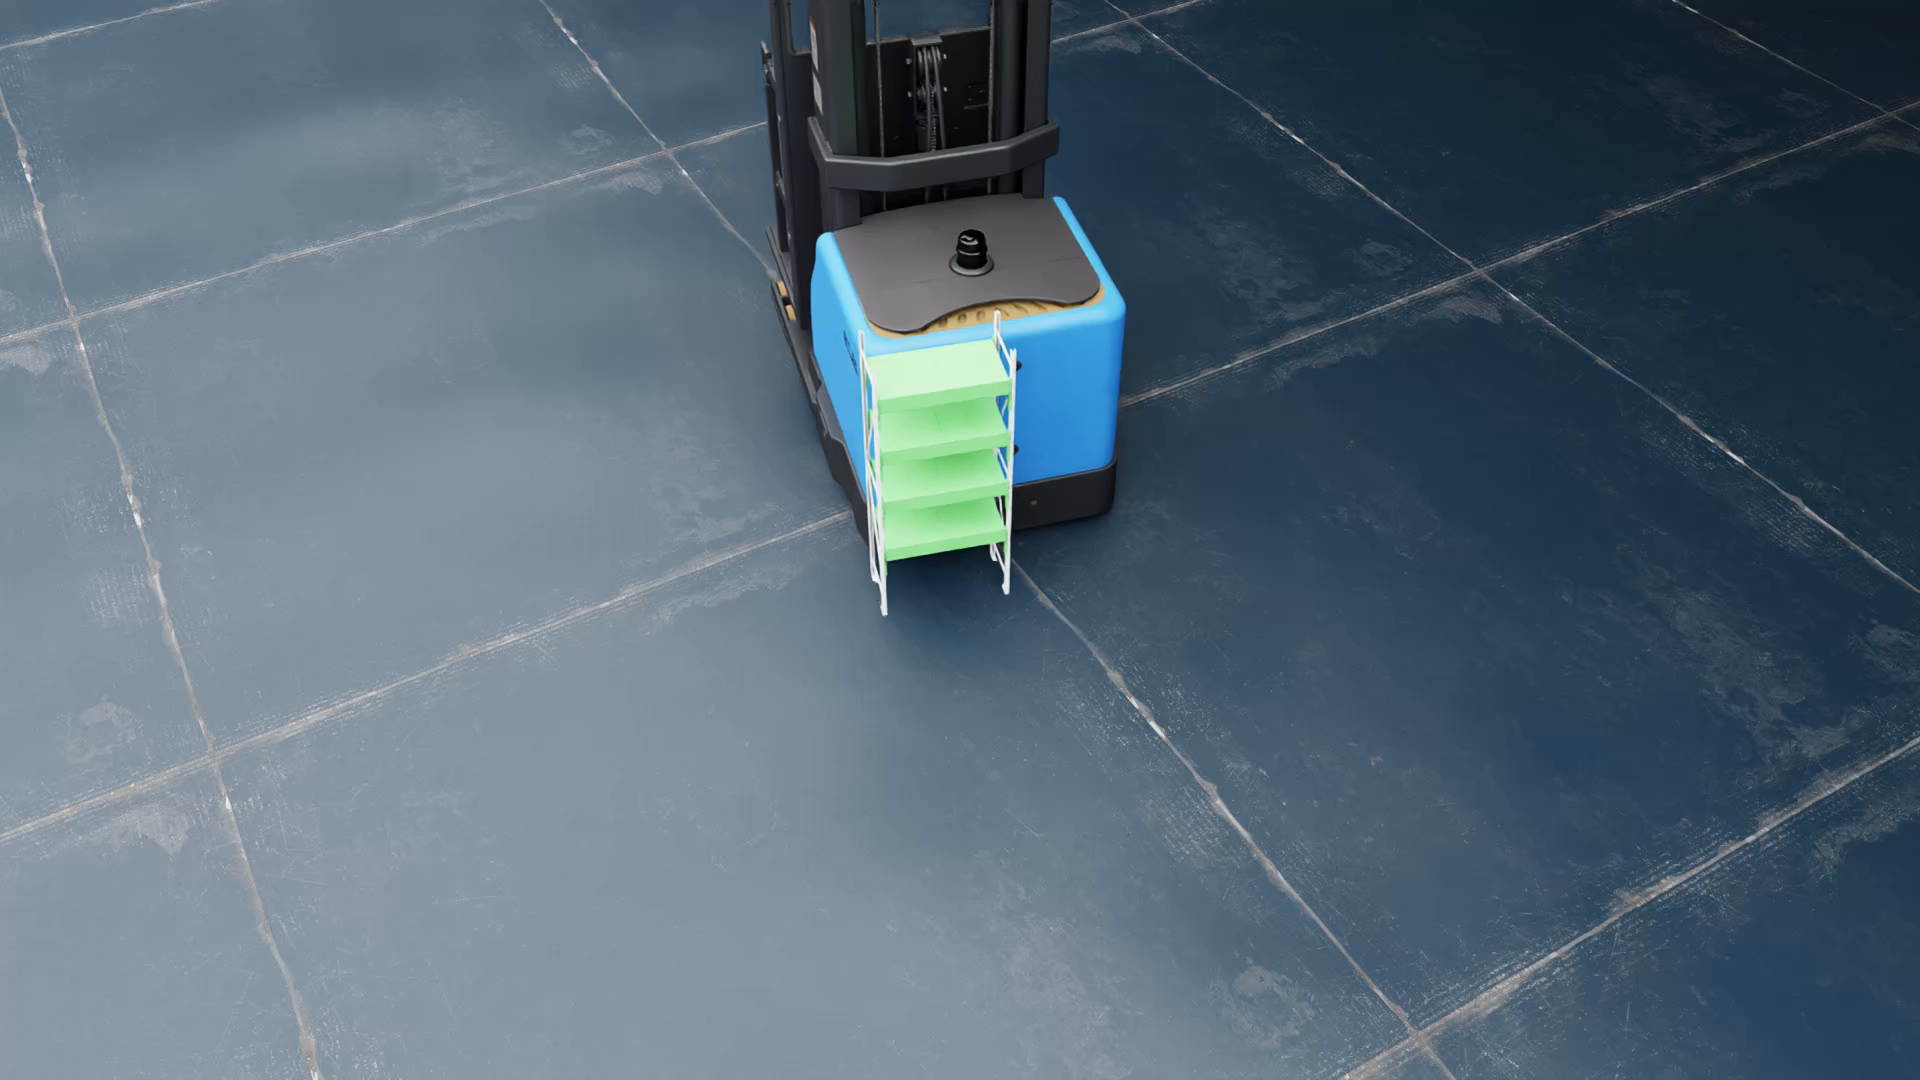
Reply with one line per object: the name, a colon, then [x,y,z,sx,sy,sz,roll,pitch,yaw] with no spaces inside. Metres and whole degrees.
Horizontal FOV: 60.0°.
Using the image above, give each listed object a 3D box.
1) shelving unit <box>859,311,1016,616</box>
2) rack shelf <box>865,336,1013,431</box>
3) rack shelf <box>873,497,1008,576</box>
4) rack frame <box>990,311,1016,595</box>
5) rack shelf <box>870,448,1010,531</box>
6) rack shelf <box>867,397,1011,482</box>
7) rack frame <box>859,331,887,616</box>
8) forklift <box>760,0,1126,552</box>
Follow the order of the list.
shelving unit: [-0.080,-0.256,6.152,0.503,1.200,0.258,-10,45,-10]
rack shelf: [-0.080,-0.554,5.861,0.480,0.148,0.258,-10,45,-10]
rack shelf: [-0.081,-0.039,6.364,0.480,0.148,0.258,-10,45,-10]
rack frame: [0.157,-0.296,6.193,0.015,1.200,0.240,-10,45,-10]
rack shelf: [-0.080,-0.210,6.196,0.480,0.148,0.258,-10,45,-10]
rack shelf: [-0.080,-0.382,6.028,0.480,0.148,0.258,-10,45,-10]
rack frame: [-0.317,-0.216,6.110,0.015,1.200,0.240,-10,45,-10]
forklift: [-0.257,-2.040,6.748,1.130,2.935,3.031,-11,45,-11]
